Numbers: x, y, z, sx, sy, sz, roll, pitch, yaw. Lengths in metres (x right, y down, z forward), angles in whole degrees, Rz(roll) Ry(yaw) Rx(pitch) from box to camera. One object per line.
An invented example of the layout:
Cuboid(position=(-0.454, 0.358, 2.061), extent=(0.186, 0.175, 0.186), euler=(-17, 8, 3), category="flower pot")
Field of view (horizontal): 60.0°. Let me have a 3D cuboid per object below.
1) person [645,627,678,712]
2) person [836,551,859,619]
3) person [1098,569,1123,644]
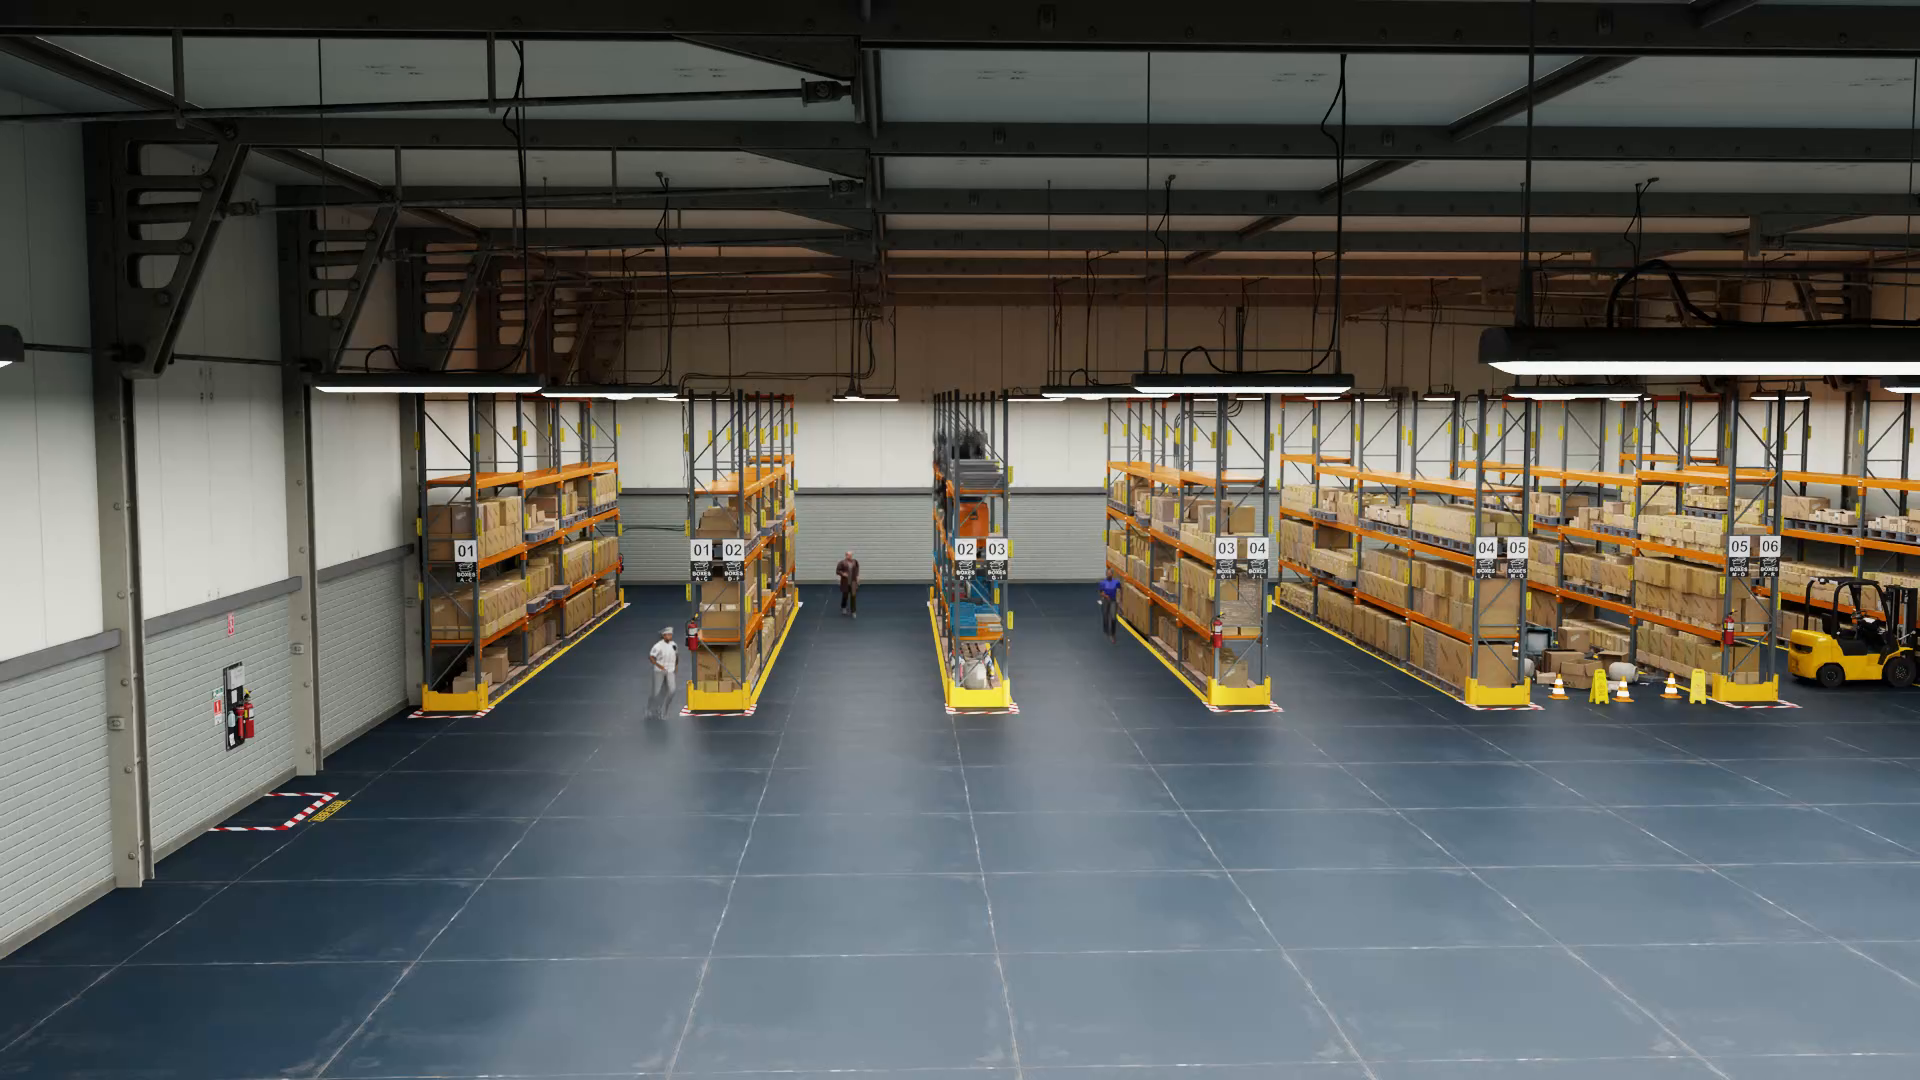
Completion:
Cuboid(position=(-5.379, 2.354, 30.360), extent=(0.635, 1.549, 0.647), euler=(-3, 6, -35), category="person")
Cuboid(position=(-3.023, 1.175, 44.846), extent=(0.675, 1.804, 1.017), euler=(-1, 5, -15), category="person")
Cuboid(position=(3.472, 1.536, 38.348), extent=(0.590, 1.734, 0.687), euler=(0, 5, -1), category="person")
